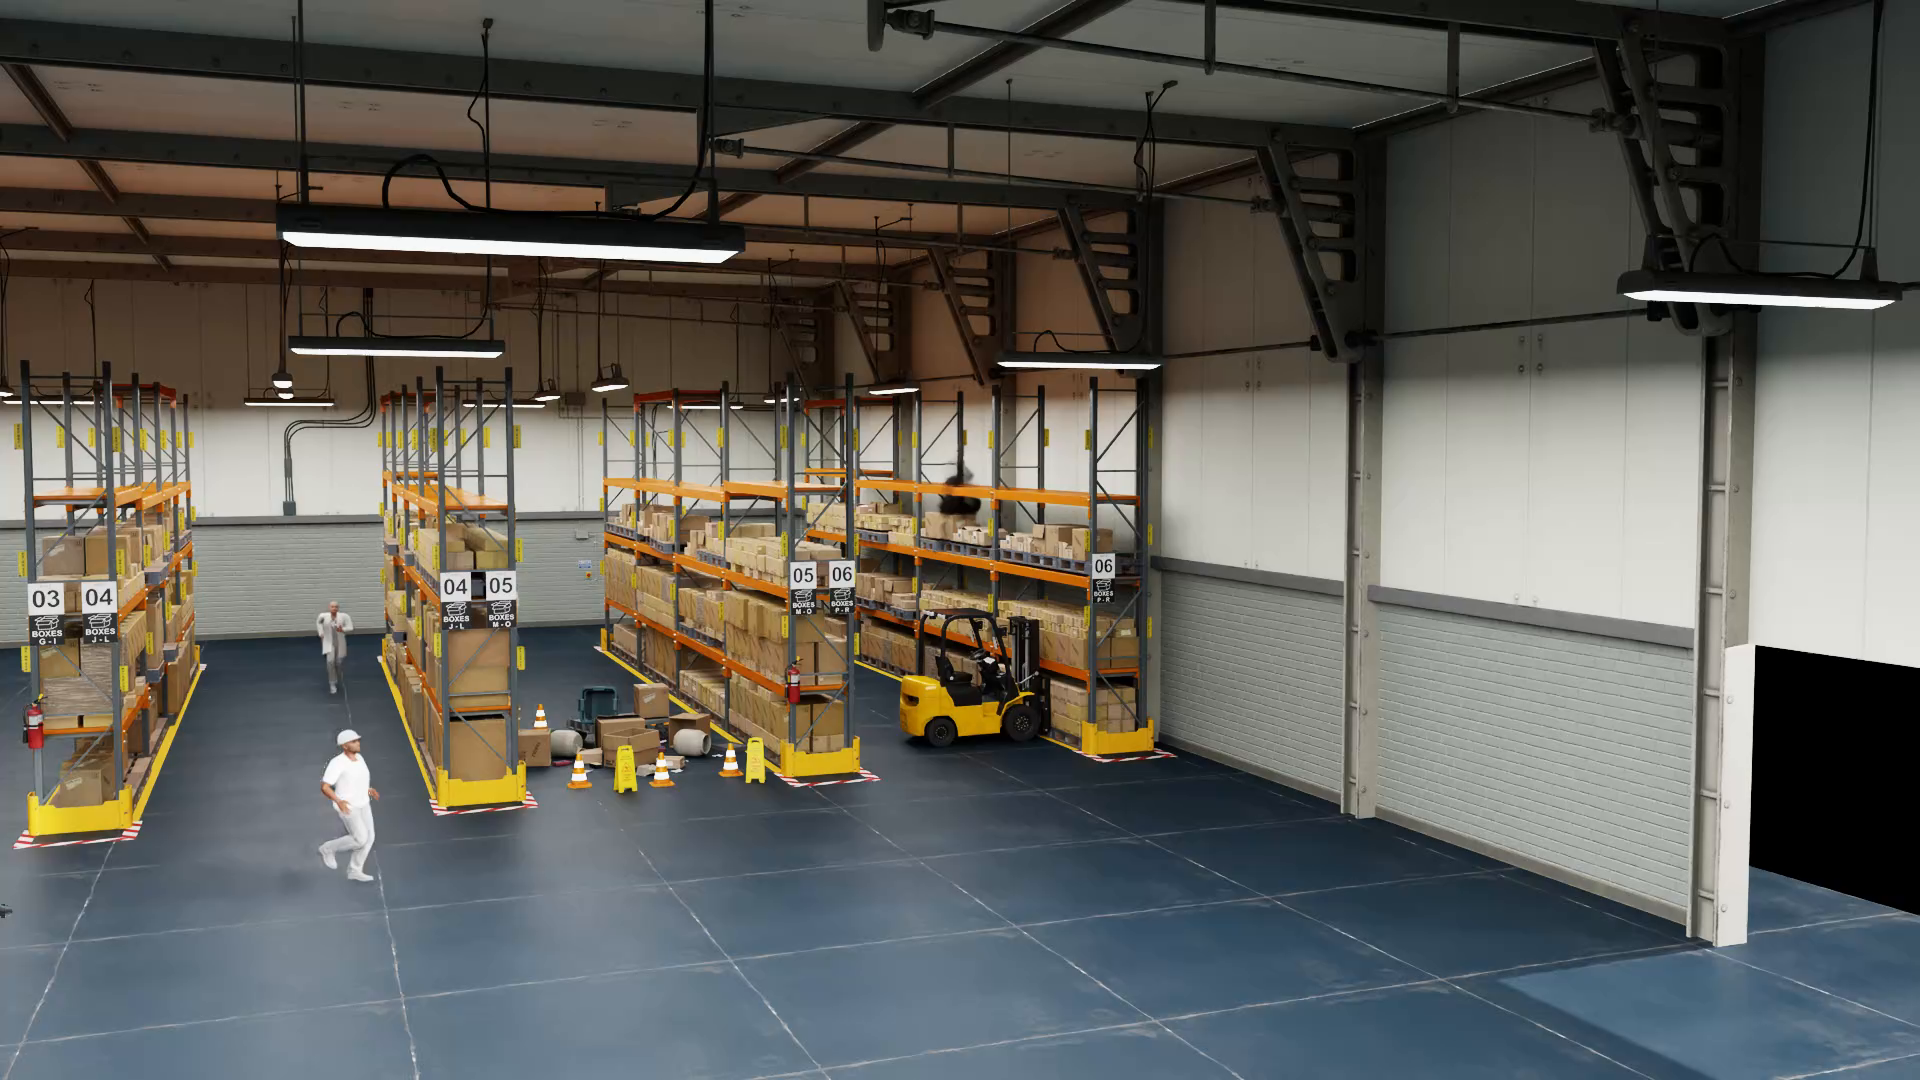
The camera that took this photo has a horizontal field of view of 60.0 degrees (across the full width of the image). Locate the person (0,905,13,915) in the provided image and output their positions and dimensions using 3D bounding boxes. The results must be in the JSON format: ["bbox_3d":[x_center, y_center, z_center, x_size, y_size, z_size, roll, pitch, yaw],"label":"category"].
[{"bbox_3d":[-10.371,3.068,17.279,0.990,1.693,0.663,0,3,4],"label":"person"}]

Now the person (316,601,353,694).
[{"bbox_3d":[-12.503,2.138,33.280,0.648,1.854,1.043,-2,4,-29],"label":"person"}]

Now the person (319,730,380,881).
[{"bbox_3d":[-6.955,3.012,18.898,0.592,1.726,0.702,1,4,13],"label":"person"}]
